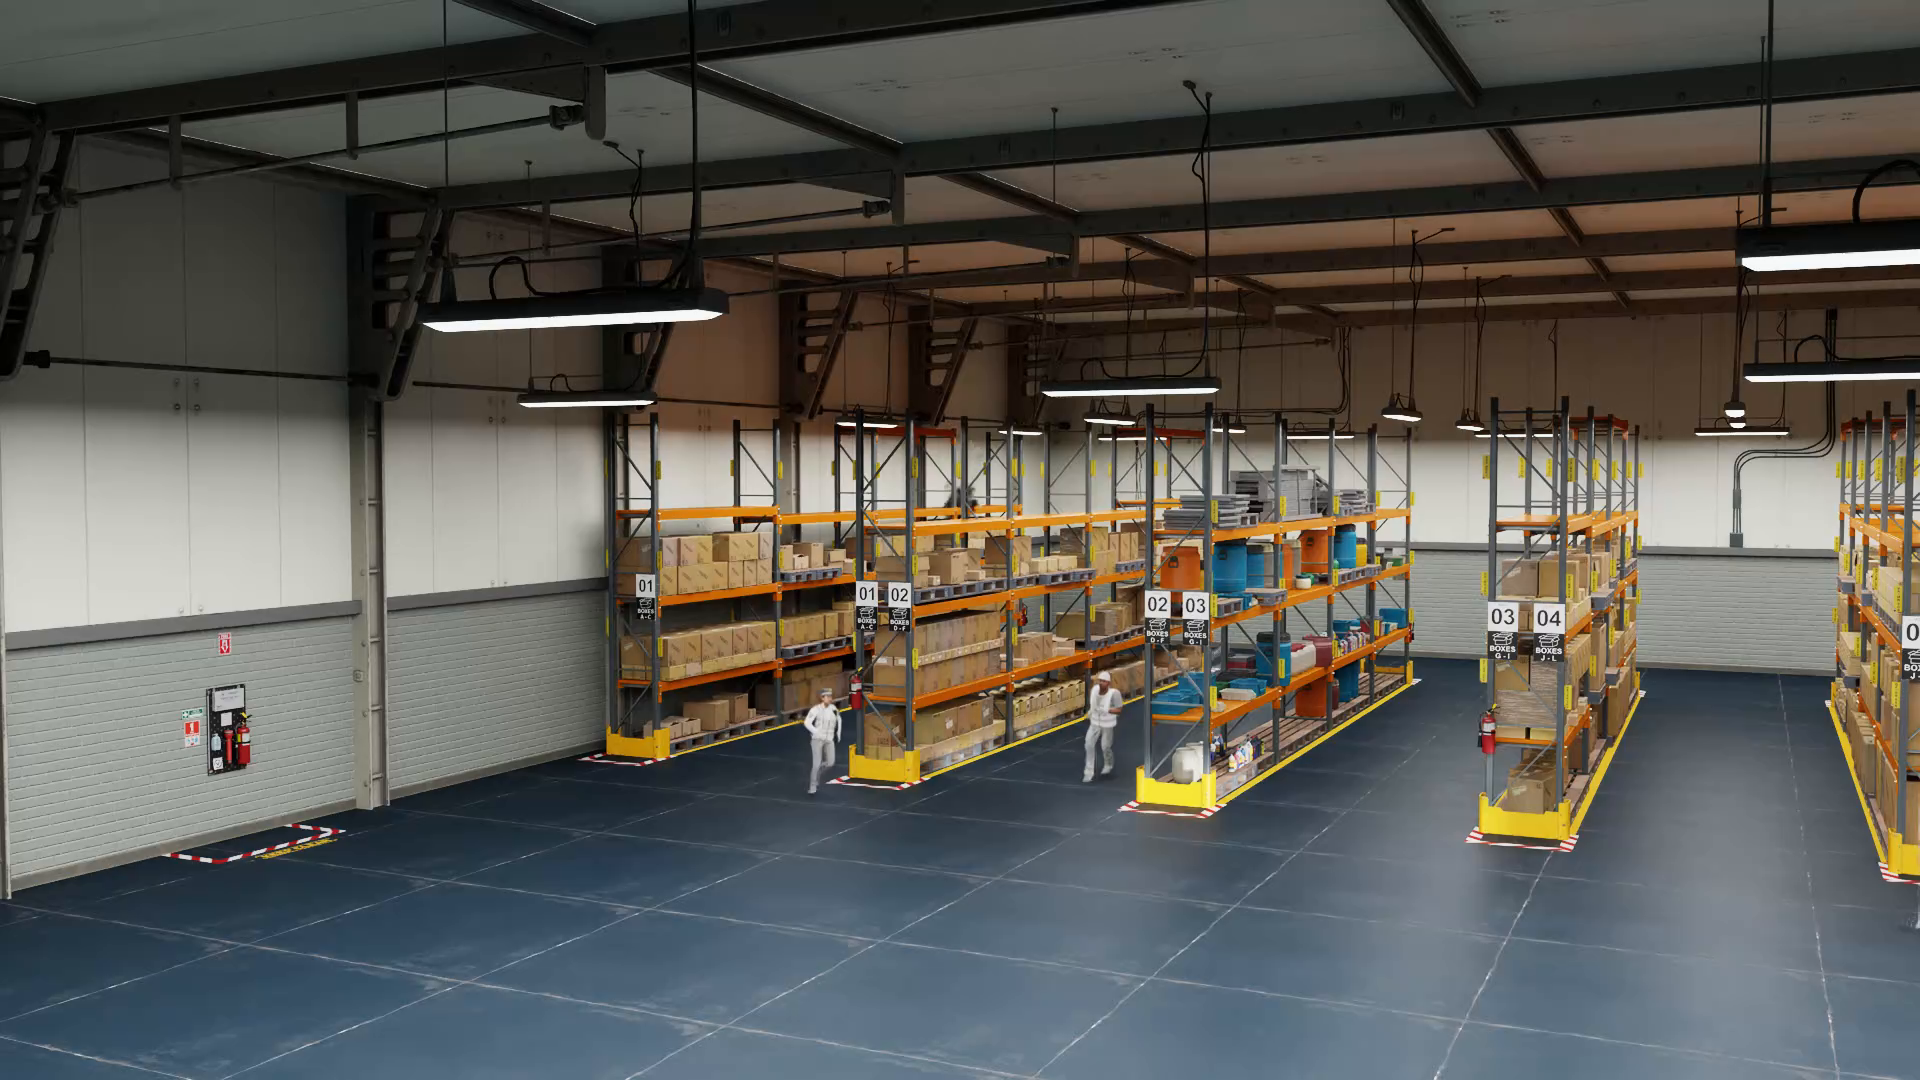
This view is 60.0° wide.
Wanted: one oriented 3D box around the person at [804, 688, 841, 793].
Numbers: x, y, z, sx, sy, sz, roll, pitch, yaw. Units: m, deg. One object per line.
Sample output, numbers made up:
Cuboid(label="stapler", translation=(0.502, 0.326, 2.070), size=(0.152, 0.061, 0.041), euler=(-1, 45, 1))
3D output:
Cuboid(label="person", translation=(-2.087, 3.104, 25.823), size=(0.704, 1.627, 0.491), euler=(-1, 3, -29))

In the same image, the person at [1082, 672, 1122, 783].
Cuboid(label="person", translation=(2.342, 3.029, 26.802), size=(0.685, 1.852, 0.835), euler=(1, 3, 28))
